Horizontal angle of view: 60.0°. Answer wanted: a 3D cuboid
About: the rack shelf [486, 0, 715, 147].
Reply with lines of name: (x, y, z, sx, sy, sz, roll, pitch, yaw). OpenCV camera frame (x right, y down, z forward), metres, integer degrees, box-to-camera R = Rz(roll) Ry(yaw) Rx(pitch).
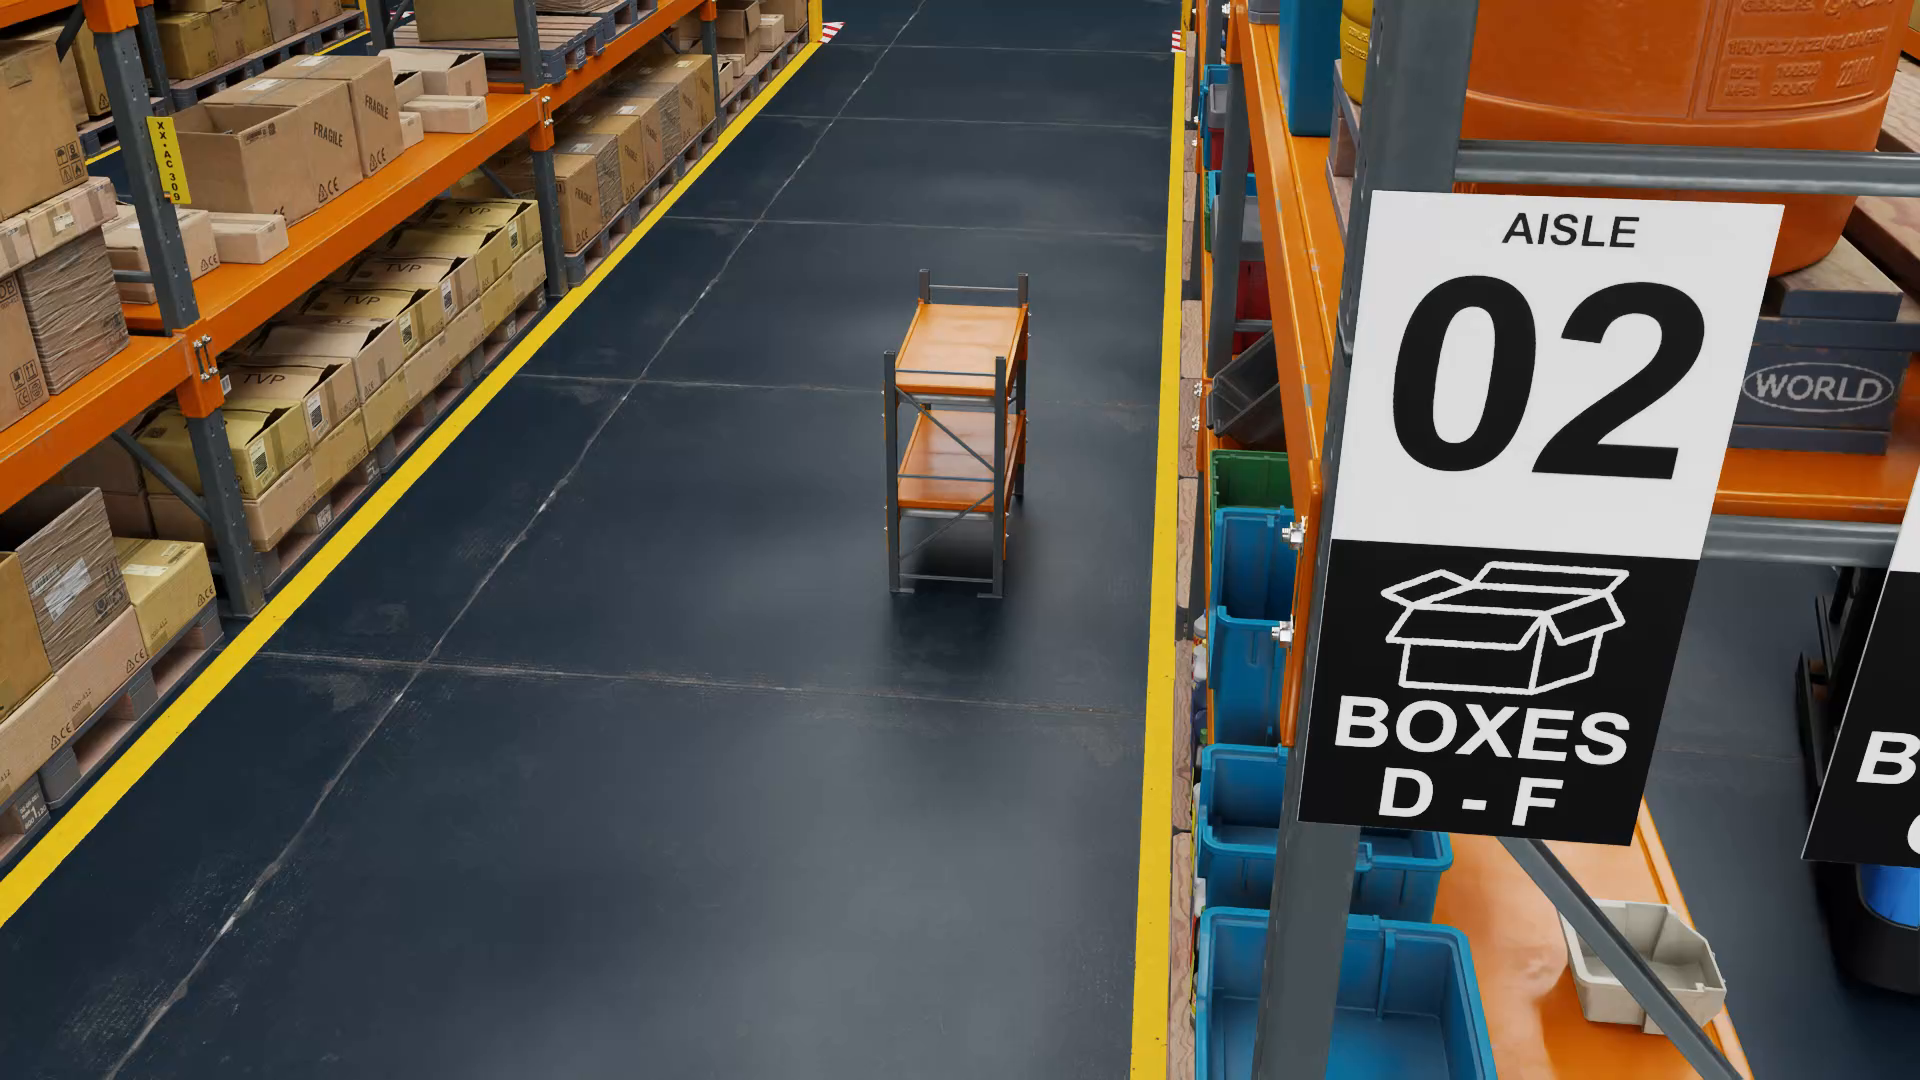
rack shelf: (-2.778, -3.543, 11.923, 1.077, 0.370, 4.000, 3, 28, 6)

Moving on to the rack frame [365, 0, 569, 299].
rack frame: (-3.023, -2.919, 10.005, 1.000, 3.000, 0.127, 3, 28, 6)

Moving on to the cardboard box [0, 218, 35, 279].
cardboard box: (-3.396, -0.985, 5.627, 0.380, 0.149, 0.250, 3, 28, 5)

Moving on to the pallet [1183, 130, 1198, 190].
pallet: (2.247, -2.924, 12.954, 1.003, 0.211, 1.213, 3, 28, 6)

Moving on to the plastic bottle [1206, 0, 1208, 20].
plastic bottle: (1.834, -3.826, 11.820, 0.152, 0.276, 0.135, 3, 28, 6)

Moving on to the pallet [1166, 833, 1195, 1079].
pallet: (1.132, 1.371, 4.983, 1.003, 0.211, 1.213, 3, 28, 6)

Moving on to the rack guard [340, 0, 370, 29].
rack guard: (-6.957, -5.881, 18.140, 1.175, 0.500, 0.348, 3, 28, 6)

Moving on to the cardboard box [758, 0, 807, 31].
cardboard box: (-1.865, -5.507, 16.982, 0.500, 0.500, 0.500, 3, 28, 6)

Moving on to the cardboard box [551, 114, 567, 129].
cardboard box: (-3.078, -2.709, 11.788, 0.500, 0.500, 0.500, 2, 28, 4)

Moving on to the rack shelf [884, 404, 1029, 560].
rack shelf: (0.001, -0.283, 7.605, 0.538, 0.278, 1.000, 3, 28, 6)

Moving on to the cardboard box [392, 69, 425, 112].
cardboard box: (-3.325, -2.470, 9.266, 0.500, 0.311, 0.500, 3, 28, 6)

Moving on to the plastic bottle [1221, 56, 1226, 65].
plastic bottle: (1.551, -2.810, 10.013, 0.097, 0.201, 0.097, 0, 28, 0)

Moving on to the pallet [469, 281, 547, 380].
pallet: (-3.163, -1.306, 9.951, 1.003, 0.211, 1.213, 3, 28, 6)

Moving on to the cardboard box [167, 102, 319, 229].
cardboard box: (-3.338, -1.688, 7.616, 0.500, 0.500, 0.500, 5, 29, 10)

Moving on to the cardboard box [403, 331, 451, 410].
cardboard box: (-3.030, -0.910, 8.732, 0.500, 0.250, 0.500, 4, 29, 7)

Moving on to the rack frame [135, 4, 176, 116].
rack frame: (-7.450, -5.088, 14.031, 1.000, 3.000, 0.127, 3, 28, 6)

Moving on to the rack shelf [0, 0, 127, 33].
rack shelf: (-3.758, -1.098, 4.222, 1.077, 0.370, 4.000, 3, 28, 6)

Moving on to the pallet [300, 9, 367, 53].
pallet: (-6.980, -5.362, 17.480, 1.003, 0.211, 1.213, 3, 28, 6)

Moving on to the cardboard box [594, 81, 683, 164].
cardboard box: (-2.440, -3.178, 12.657, 0.500, 0.500, 0.500, 4, 29, 7)

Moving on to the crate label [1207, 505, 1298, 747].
crate label: (0.869, 0.239, 4.107, 0.502, 0.435, 0.616, 3, 28, 6)

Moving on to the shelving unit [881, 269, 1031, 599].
shelving unit: (0.001, -0.498, 7.489, 0.538, 1.125, 1.048, 3, 28, 6)

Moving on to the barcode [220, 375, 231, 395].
barcode: (-3.069, -0.648, 6.949, 0.001, 0.075, 0.075, 3, 28, 6)

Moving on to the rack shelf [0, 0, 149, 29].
rack shelf: (-7.695, -3.830, 12.454, 1.077, 0.370, 4.000, 3, 28, 6)

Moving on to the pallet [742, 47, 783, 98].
pallet: (-2.301, -4.473, 15.830, 1.003, 0.211, 1.213, 3, 28, 6)

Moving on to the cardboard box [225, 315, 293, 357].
cardboard box: (-3.627, -0.944, 8.206, 0.500, 0.311, 0.500, 3, 28, 6)

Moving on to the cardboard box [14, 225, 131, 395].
cardboard box: (-3.561, -0.871, 6.098, 0.700, 0.500, 0.500, 3, 28, 5)

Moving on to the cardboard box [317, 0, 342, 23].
cardboard box: (-6.946, -5.720, 17.397, 0.700, 0.500, 0.500, 3, 28, 6)

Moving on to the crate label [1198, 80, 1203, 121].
crate label: (1.469, -2.379, 9.180, 0.303, 0.233, 0.416, 3, 28, 6)

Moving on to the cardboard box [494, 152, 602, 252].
cardboard box: (-2.684, -2.210, 10.861, 0.500, 0.500, 0.500, 5, 29, 8)

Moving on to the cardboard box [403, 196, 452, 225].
cardboard box: (-3.379, -1.911, 9.999, 0.500, 0.311, 0.500, 4, 29, 8)

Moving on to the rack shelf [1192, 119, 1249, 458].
rack shelf: (1.648, -1.371, 7.891, 1.077, 0.370, 4.000, 3, 28, 6)

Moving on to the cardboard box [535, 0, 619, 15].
cardboard box: (-2.756, -3.870, 11.223, 0.700, 0.500, 0.500, 9, 30, 16)

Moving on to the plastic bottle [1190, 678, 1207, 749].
plastic bottle: (0.892, 0.582, 5.836, 0.144, 0.351, 0.185, 4, 29, 8)

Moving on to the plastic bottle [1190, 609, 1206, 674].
plastic bottle: (0.928, 0.386, 6.284, 0.097, 0.271, 0.097, 0, 28, 0)

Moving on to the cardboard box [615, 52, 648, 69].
cardboard box: (-2.834, -3.681, 13.592, 0.500, 0.500, 0.500, 2, 28, 4)

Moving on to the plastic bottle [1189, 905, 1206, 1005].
plastic bottle: (0.699, 1.193, 4.774, 0.061, 0.283, 0.133, 4, 29, 7)

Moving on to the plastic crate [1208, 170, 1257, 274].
plastic crate: (1.229, -1.277, 6.974, 0.392, 0.384, 0.575, 3, 28, 6)

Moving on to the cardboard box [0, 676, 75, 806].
cardboard box: (-3.471, 0.692, 5.760, 0.500, 0.250, 0.500, 3, 28, 6)

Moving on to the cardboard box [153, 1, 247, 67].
cardboard box: (-7.191, -4.754, 15.605, 0.700, 0.500, 0.500, 3, 28, 6)

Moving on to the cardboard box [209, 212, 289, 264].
cardboard box: (-3.202, -1.330, 7.322, 0.380, 0.149, 0.250, 3, 28, 6)

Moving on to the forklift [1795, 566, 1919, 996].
forklift: (3.740, -0.463, 5.520, 1.130, 2.935, 3.031, 10, 30, 18)

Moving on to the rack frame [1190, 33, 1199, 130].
rack frame: (2.383, -4.512, 12.962, 1.000, 3.000, 0.127, 3, 28, 6)

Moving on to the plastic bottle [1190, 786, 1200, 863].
plastic bottle: (0.816, 0.871, 5.300, 0.144, 0.351, 0.185, 3, 28, 6)

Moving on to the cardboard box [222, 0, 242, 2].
cardboard box: (-6.970, -5.200, 15.749, 0.380, 0.149, 0.250, 3, 28, 5)

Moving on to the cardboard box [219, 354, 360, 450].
cardboard box: (-3.149, -0.673, 7.701, 0.500, 0.311, 0.500, 3, 28, 6)

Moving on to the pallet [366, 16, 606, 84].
pallet: (-3.010, -3.157, 10.650, 1.213, 0.211, 1.003, 3, 28, 6)

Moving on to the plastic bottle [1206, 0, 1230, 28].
plastic bottle: (1.806, -3.717, 11.617, 0.152, 0.276, 0.135, 3, 28, 6)

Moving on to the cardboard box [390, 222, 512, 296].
cardboard box: (-2.900, -1.634, 9.486, 0.500, 0.311, 0.500, 3, 28, 5)

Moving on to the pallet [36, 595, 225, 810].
pallet: (-3.652, 0.564, 6.481, 1.003, 0.211, 1.213, 3, 28, 6)

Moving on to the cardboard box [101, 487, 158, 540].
cardboard box: (-3.750, -0.222, 7.456, 0.500, 0.250, 0.500, 3, 28, 6)

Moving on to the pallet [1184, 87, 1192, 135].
pallet: (2.434, -3.633, 14.270, 1.003, 0.211, 1.213, 3, 28, 6)

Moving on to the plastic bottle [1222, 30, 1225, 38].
plastic bottle: (1.627, -3.133, 10.538, 0.097, 0.271, 0.097, 0, 28, 0)
